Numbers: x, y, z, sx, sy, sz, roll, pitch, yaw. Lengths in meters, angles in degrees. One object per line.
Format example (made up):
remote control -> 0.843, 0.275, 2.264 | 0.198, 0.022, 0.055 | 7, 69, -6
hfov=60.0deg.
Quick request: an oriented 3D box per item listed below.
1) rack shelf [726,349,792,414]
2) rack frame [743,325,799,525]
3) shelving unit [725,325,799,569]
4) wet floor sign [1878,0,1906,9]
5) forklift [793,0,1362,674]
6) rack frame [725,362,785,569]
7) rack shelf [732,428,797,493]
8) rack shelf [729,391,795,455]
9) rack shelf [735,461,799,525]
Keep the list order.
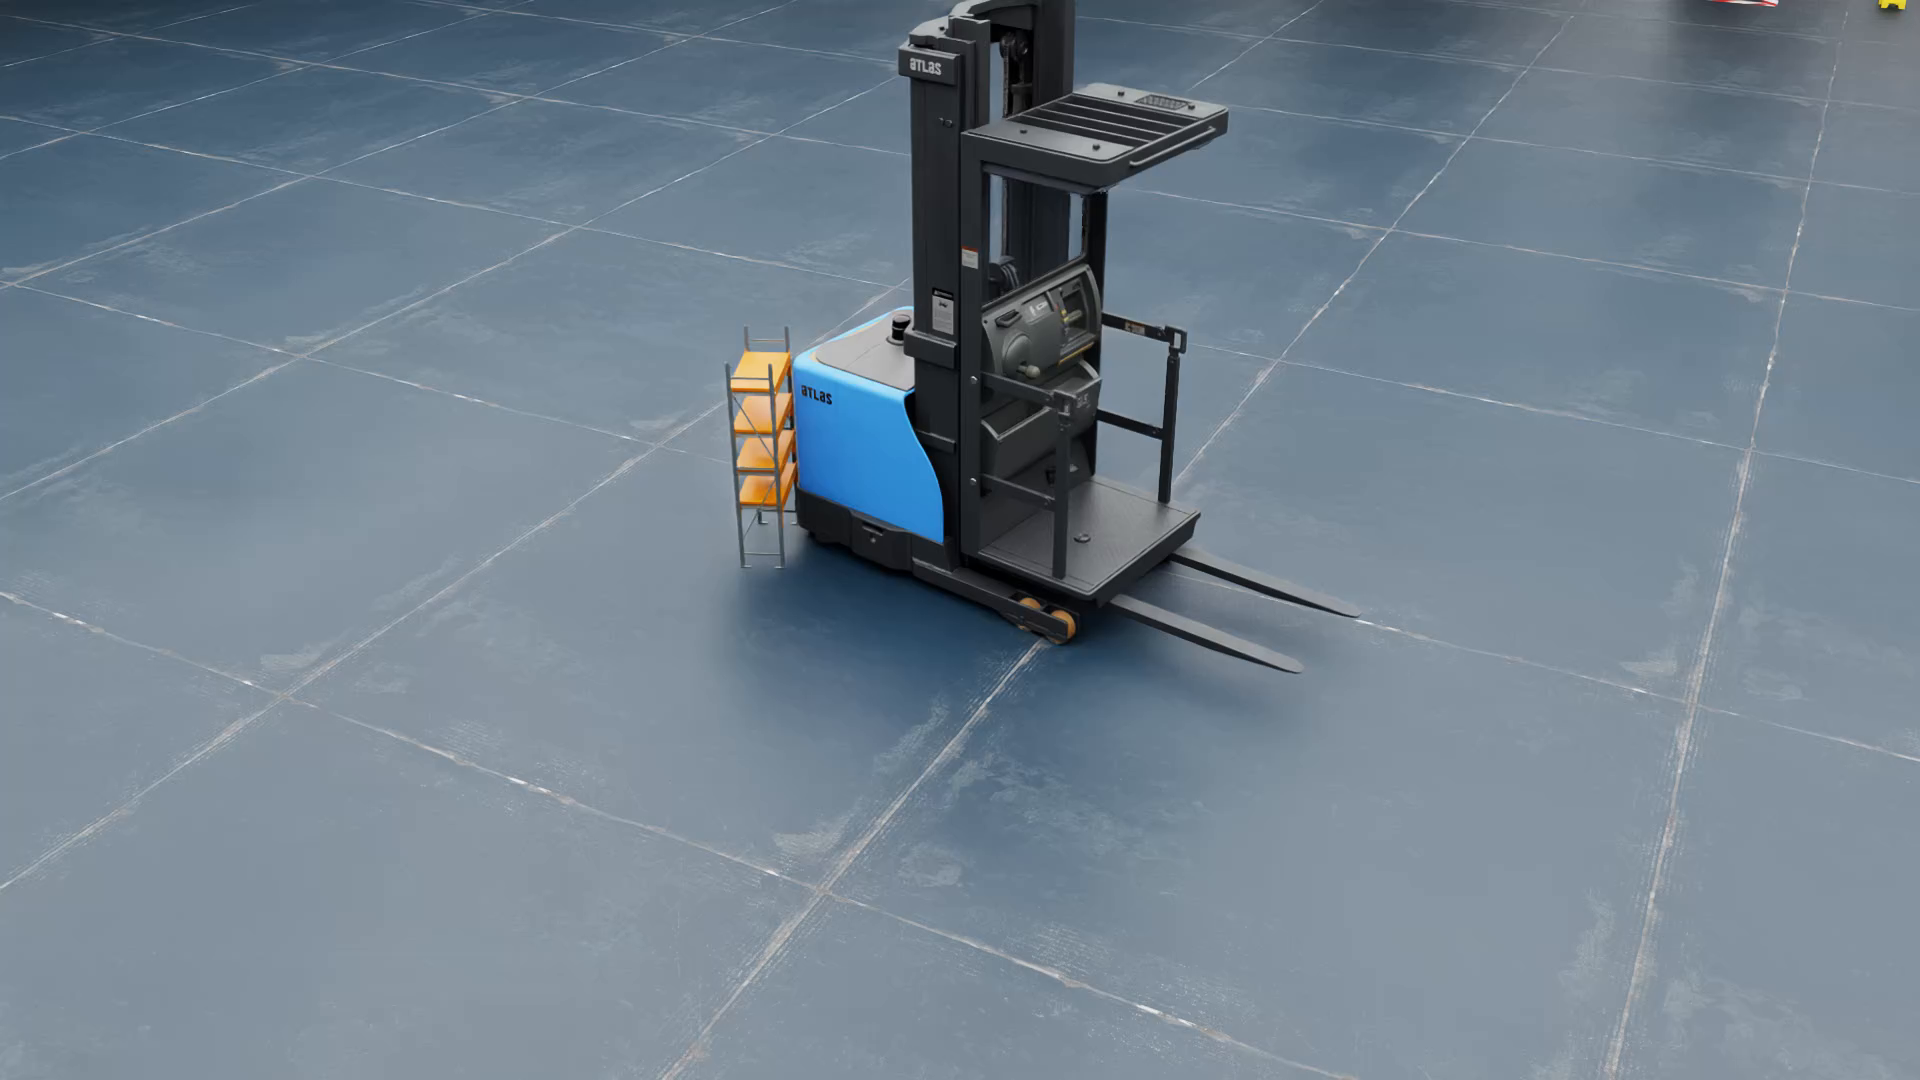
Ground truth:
rack shelf -> -1.047, -0.832, 8.704 | 0.258, 0.148, 0.480 | 2, 30, 4
rack frame -> -1.026, -0.612, 9.110 | 0.240, 1.200, 0.015 | 2, 30, 4
shelving unit -> -1.046, -0.491, 8.900 | 0.258, 1.200, 0.503 | 2, 30, 4
wet floor sign -> 11.735, -7.003, 20.796 | 0.267, 0.644, 0.232 | 9, 31, 15
forklift -> 0.578, -1.050, 8.134 | 3.031, 2.935, 1.130 | 21, 36, 32
rack frame -> -1.066, -0.370, 8.689 | 0.240, 1.200, 0.015 | 2, 30, 4
rack shelf -> -1.045, -0.433, 8.933 | 0.258, 0.148, 0.480 | 2, 30, 4
rack shelf -> -1.046, -0.627, 8.822 | 0.258, 0.148, 0.480 | 2, 30, 4
rack shelf -> -1.045, -0.261, 9.032 | 0.258, 0.148, 0.480 | 2, 30, 4
